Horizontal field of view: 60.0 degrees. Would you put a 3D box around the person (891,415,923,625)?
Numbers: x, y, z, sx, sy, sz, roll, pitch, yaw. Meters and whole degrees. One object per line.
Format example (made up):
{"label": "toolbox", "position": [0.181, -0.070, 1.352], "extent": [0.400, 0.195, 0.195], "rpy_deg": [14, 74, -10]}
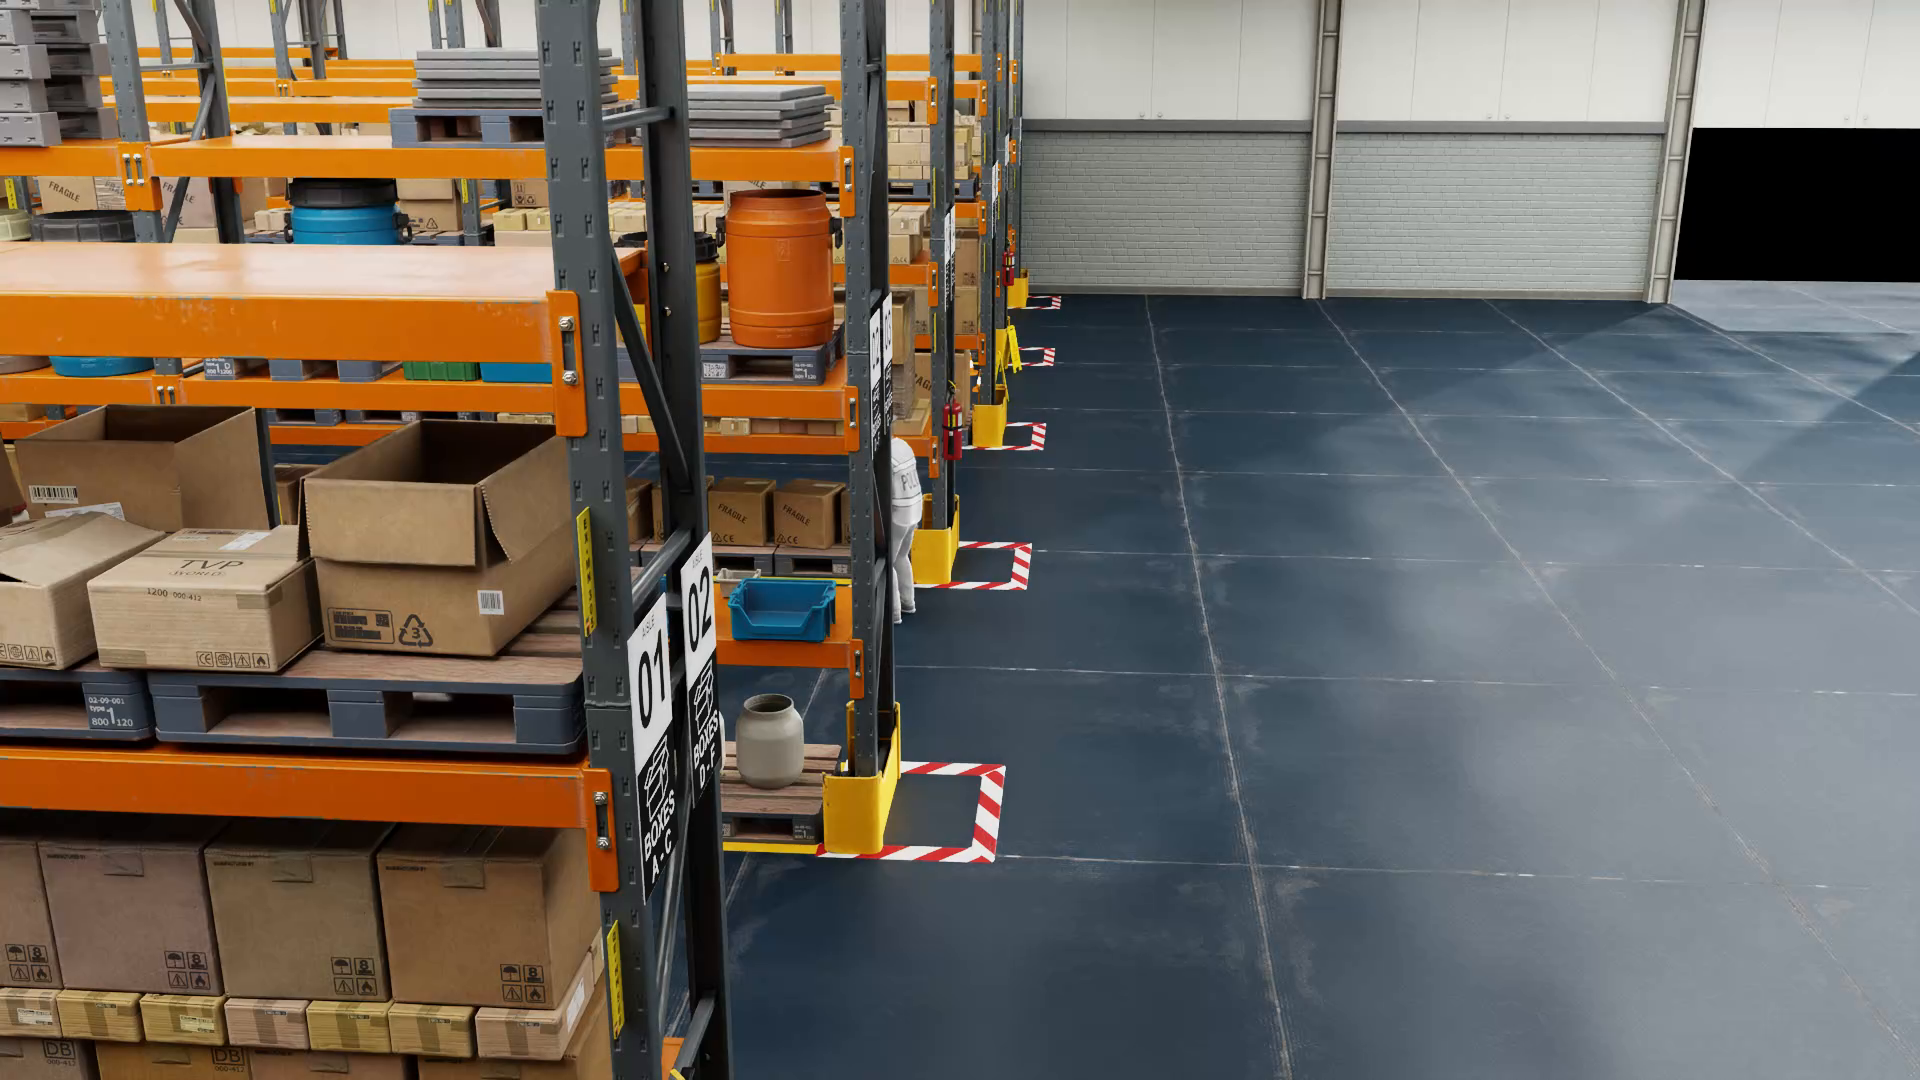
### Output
{"label": "person", "position": [-0.546, -0.181, 13.615], "extent": [0.437, 1.747, 0.583], "rpy_deg": [8, 19, 23]}
